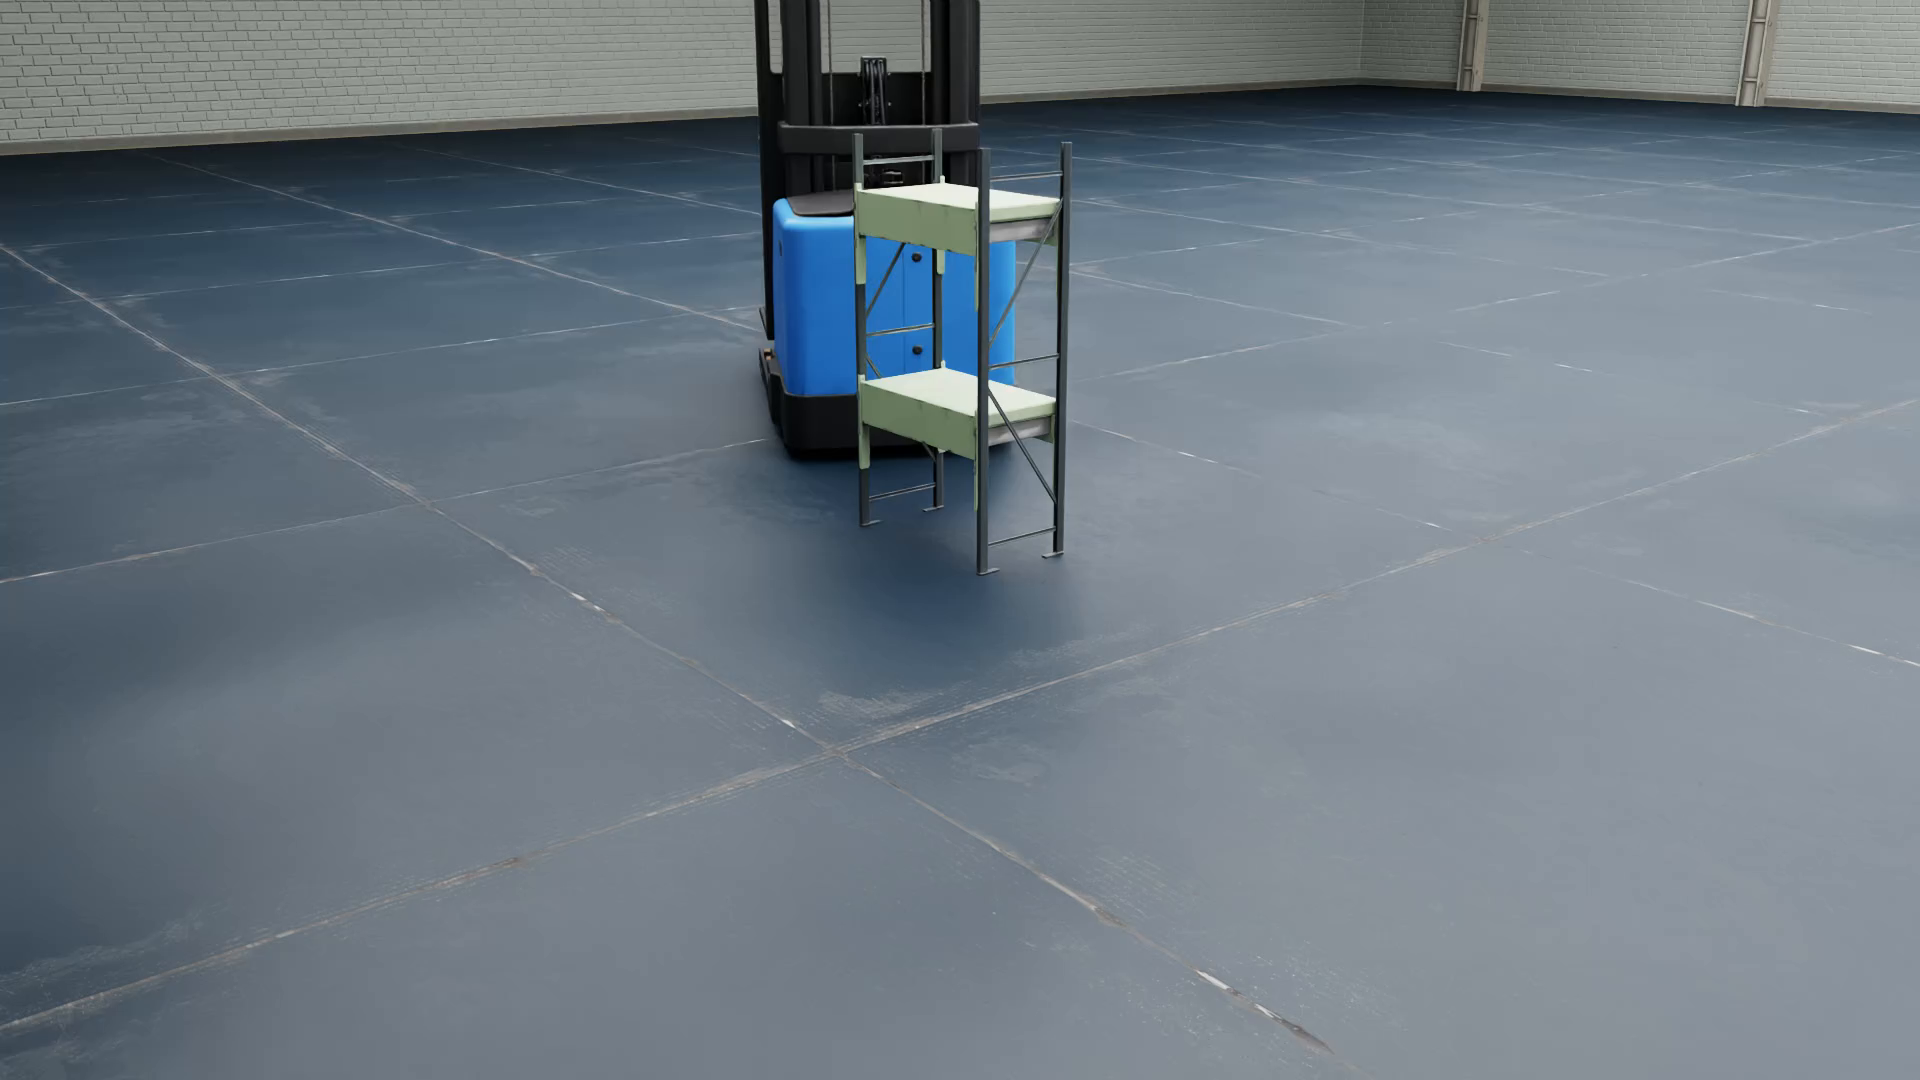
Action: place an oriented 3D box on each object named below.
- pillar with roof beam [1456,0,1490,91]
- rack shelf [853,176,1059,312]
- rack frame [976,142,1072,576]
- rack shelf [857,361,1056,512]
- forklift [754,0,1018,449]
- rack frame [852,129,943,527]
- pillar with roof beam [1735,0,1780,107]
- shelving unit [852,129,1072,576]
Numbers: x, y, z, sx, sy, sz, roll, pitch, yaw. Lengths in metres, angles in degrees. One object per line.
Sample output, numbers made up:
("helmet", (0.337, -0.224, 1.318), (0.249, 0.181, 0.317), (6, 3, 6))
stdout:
("pillar with roof beam", (7.208, -12.780, 30.642), (9.100, 9.000, 0.400), (-14, 23, -36))
("rack shelf", (-0.004, -1.084, 6.009), (0.431, 0.370, 0.720), (-14, 23, -36))
("rack frame", (0.223, -0.623, 5.859), (0.400, 1.500, 0.023), (-14, 23, -36))
("rack shelf", (-0.004, -0.404, 6.234), (0.431, 0.370, 0.720), (-14, 23, -36))
("forklift", (-0.486, -2.215, 8.388), (1.130, 2.935, 3.031), (-3, 19, -9))
("rack frame", (-0.231, -0.804, 6.404), (0.400, 1.500, 0.023), (-14, 23, -36))
("pillar with roof beam", (10.933, -11.302, 26.178), (9.100, 9.000, 0.400), (-14, 23, -36))
("shelving unit", (-0.004, -0.714, 6.132), (0.431, 1.500, 0.755), (-14, 23, -36))
